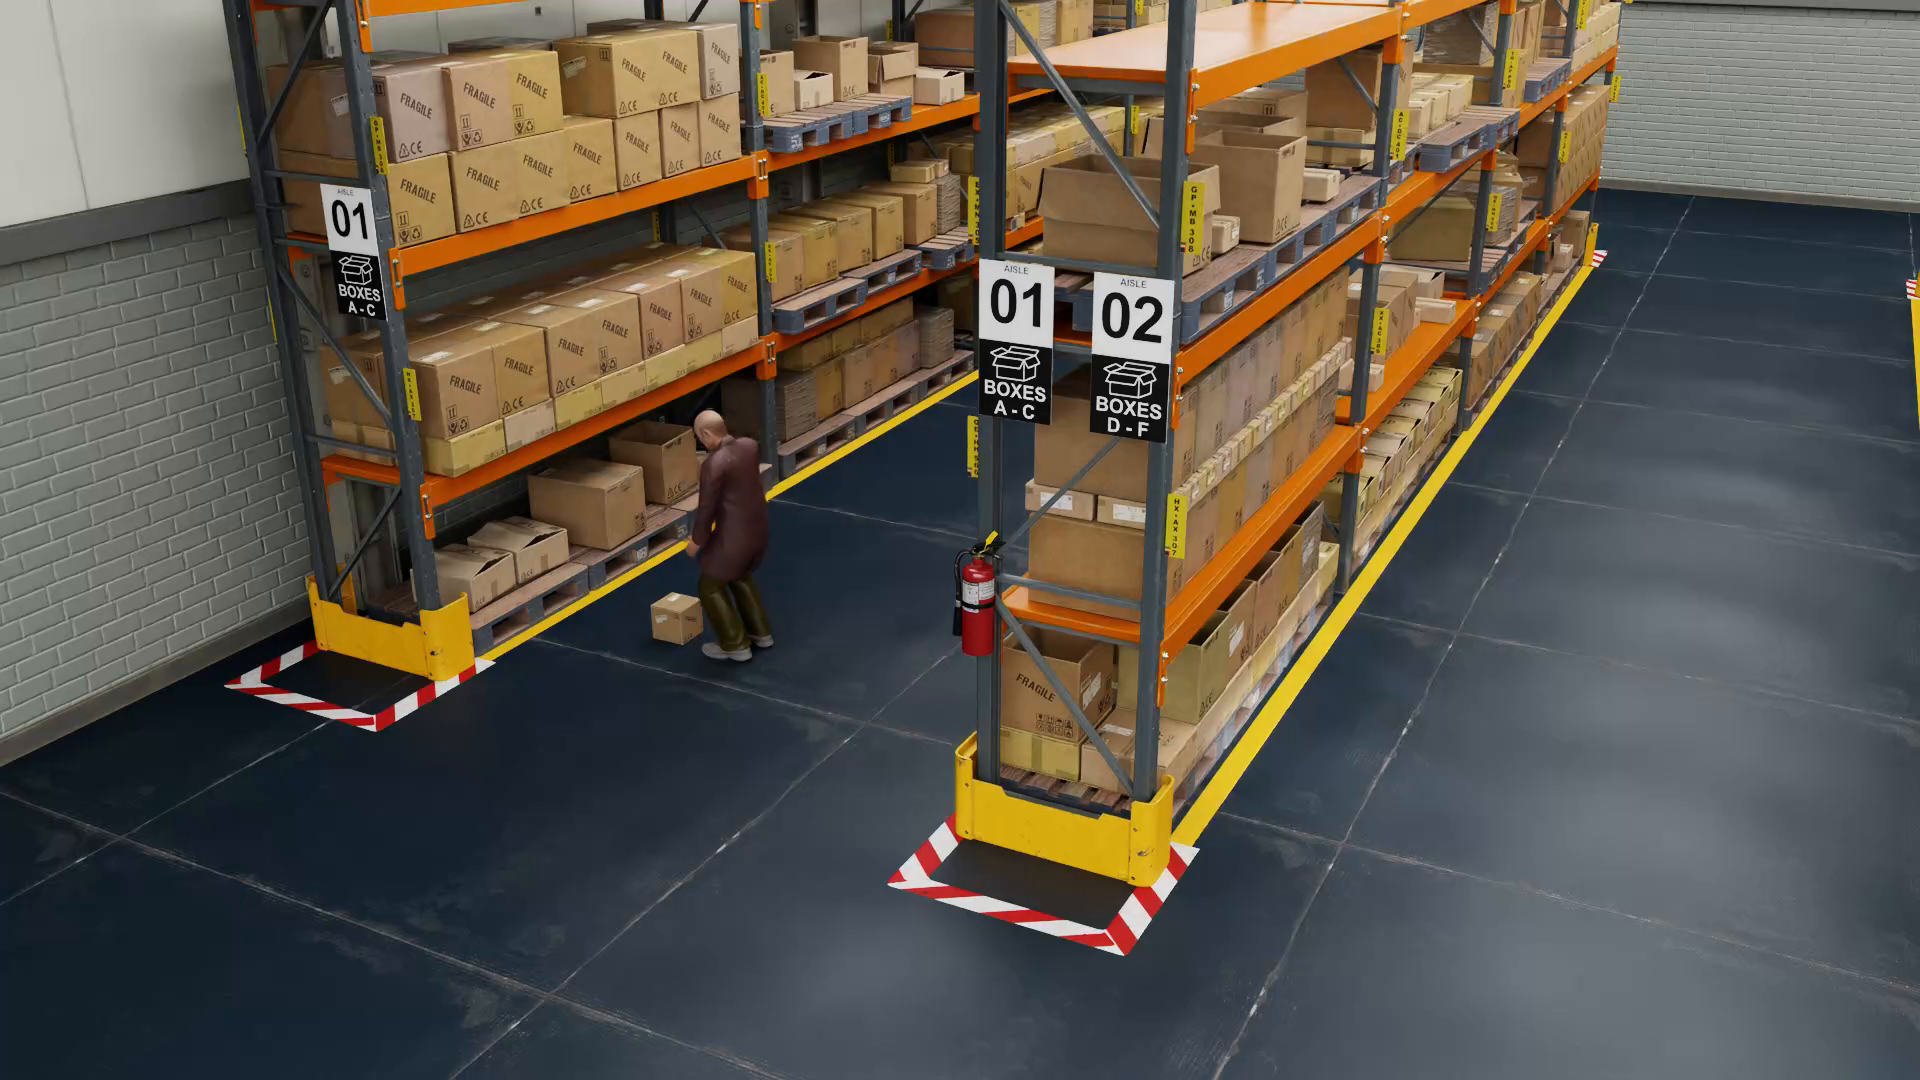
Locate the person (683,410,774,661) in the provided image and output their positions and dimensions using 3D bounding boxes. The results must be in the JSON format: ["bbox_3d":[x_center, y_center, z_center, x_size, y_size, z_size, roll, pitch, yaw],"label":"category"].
[{"bbox_3d":[-1.516,-0.028,10.973,0.452,1.696,0.594,12,25,26],"label":"person"}]
